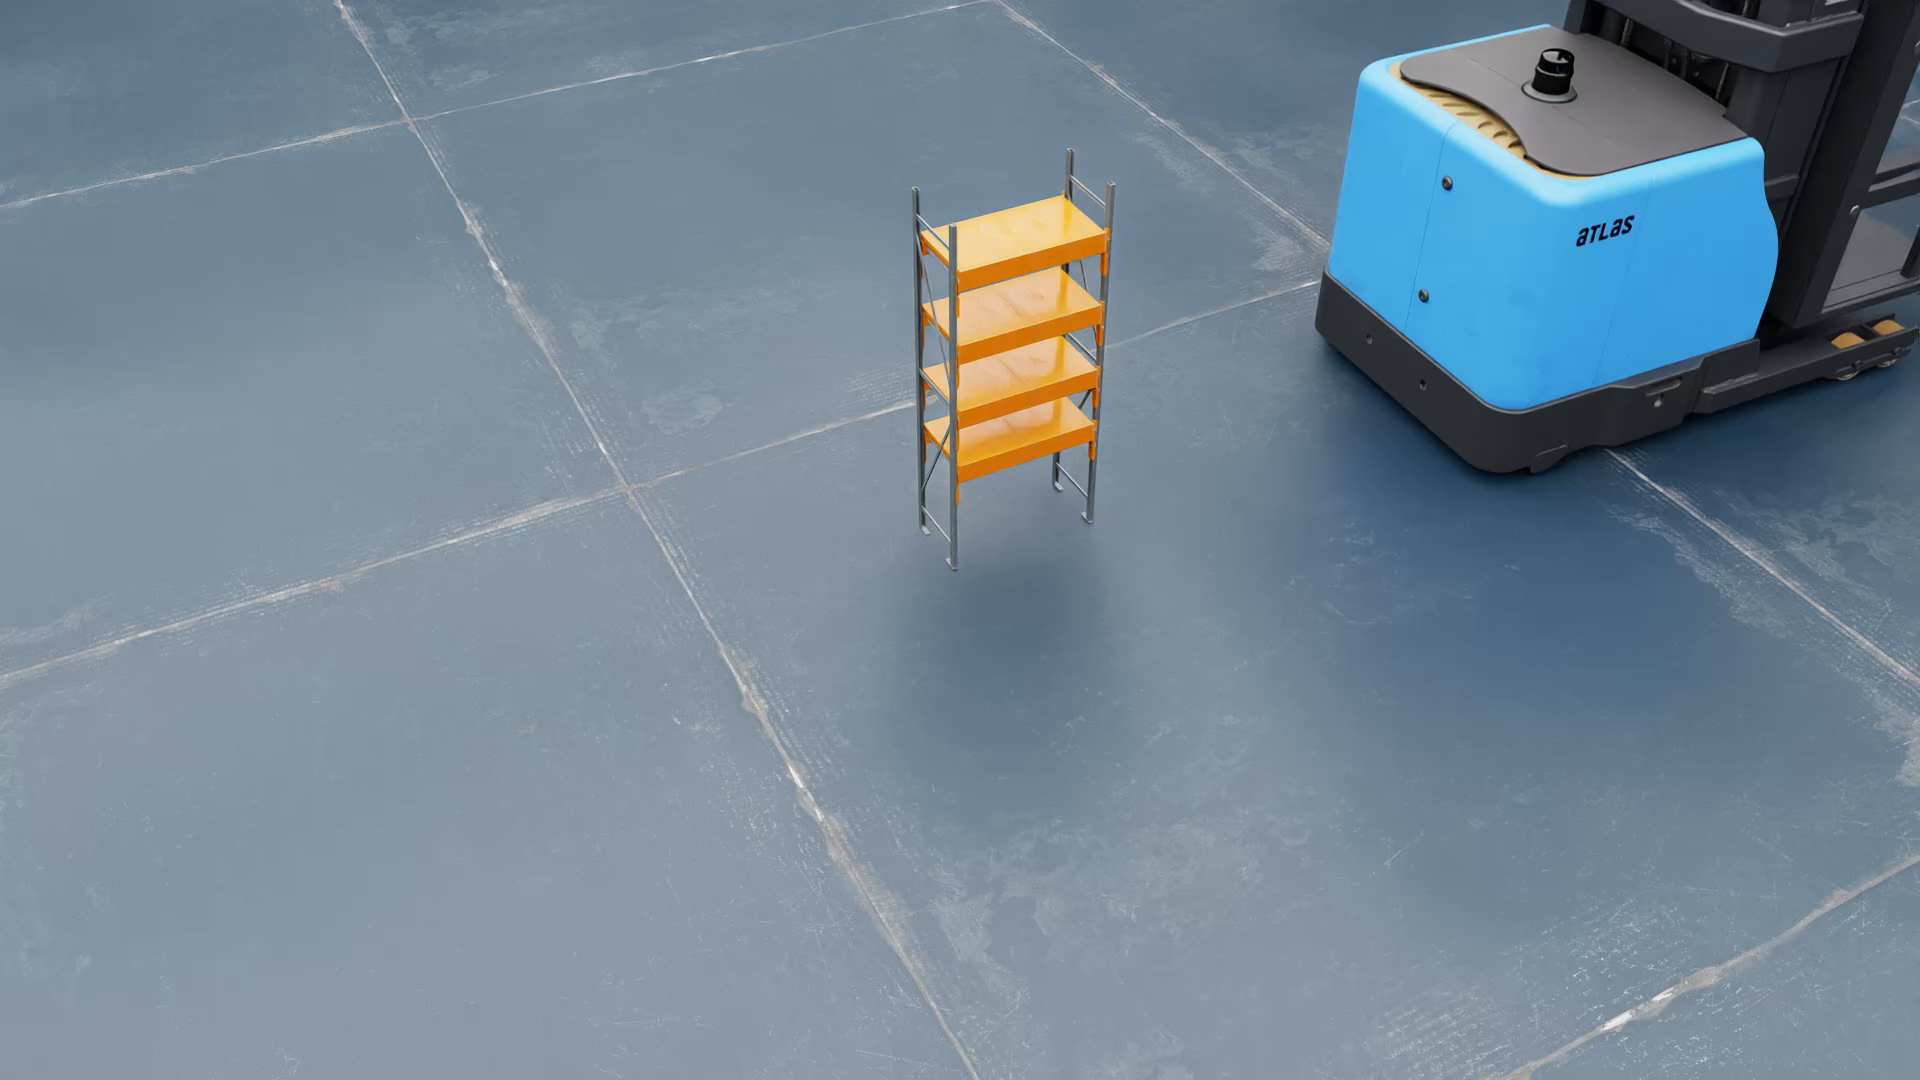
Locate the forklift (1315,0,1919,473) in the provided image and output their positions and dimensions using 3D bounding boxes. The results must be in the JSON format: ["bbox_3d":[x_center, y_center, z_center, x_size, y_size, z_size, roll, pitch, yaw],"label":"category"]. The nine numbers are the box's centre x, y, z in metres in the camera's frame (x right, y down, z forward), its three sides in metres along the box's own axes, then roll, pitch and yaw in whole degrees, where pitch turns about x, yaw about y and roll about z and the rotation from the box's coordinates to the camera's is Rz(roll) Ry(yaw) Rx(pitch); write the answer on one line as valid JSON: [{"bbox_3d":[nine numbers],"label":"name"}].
[{"bbox_3d":[2.851,-1.980,5.320,3.031,2.935,1.130,-17,43,-19],"label":"forklift"}]

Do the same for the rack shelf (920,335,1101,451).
[{"bbox_3d":[0.147,-0.456,4.964,0.480,0.148,0.258,-19,44,-21],"label":"rack shelf"}]

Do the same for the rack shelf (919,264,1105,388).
[{"bbox_3d":[0.147,-0.627,4.820,0.480,0.148,0.258,-19,44,-21],"label":"rack shelf"}]

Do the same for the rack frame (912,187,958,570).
[{"bbox_3d":[-0.070,-0.435,4.835,0.015,1.200,0.240,-19,44,-21],"label":"rack frame"}]

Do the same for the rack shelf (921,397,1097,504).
[{"bbox_3d":[0.147,-0.304,5.092,0.480,0.148,0.258,-19,44,-21],"label":"rack shelf"}]

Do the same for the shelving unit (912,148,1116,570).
[{"bbox_3d":[0.147,-0.507,4.921,0.503,1.200,0.258,-19,44,-21],"label":"shelving unit"}]

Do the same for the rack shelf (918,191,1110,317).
[{"bbox_3d":[0.147,-0.807,4.667,0.480,0.148,0.258,-19,44,-21],"label":"rack shelf"}]

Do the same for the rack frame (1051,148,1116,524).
[{"bbox_3d":[0.363,-0.580,5.007,0.015,1.200,0.240,-19,44,-21],"label":"rack frame"}]
